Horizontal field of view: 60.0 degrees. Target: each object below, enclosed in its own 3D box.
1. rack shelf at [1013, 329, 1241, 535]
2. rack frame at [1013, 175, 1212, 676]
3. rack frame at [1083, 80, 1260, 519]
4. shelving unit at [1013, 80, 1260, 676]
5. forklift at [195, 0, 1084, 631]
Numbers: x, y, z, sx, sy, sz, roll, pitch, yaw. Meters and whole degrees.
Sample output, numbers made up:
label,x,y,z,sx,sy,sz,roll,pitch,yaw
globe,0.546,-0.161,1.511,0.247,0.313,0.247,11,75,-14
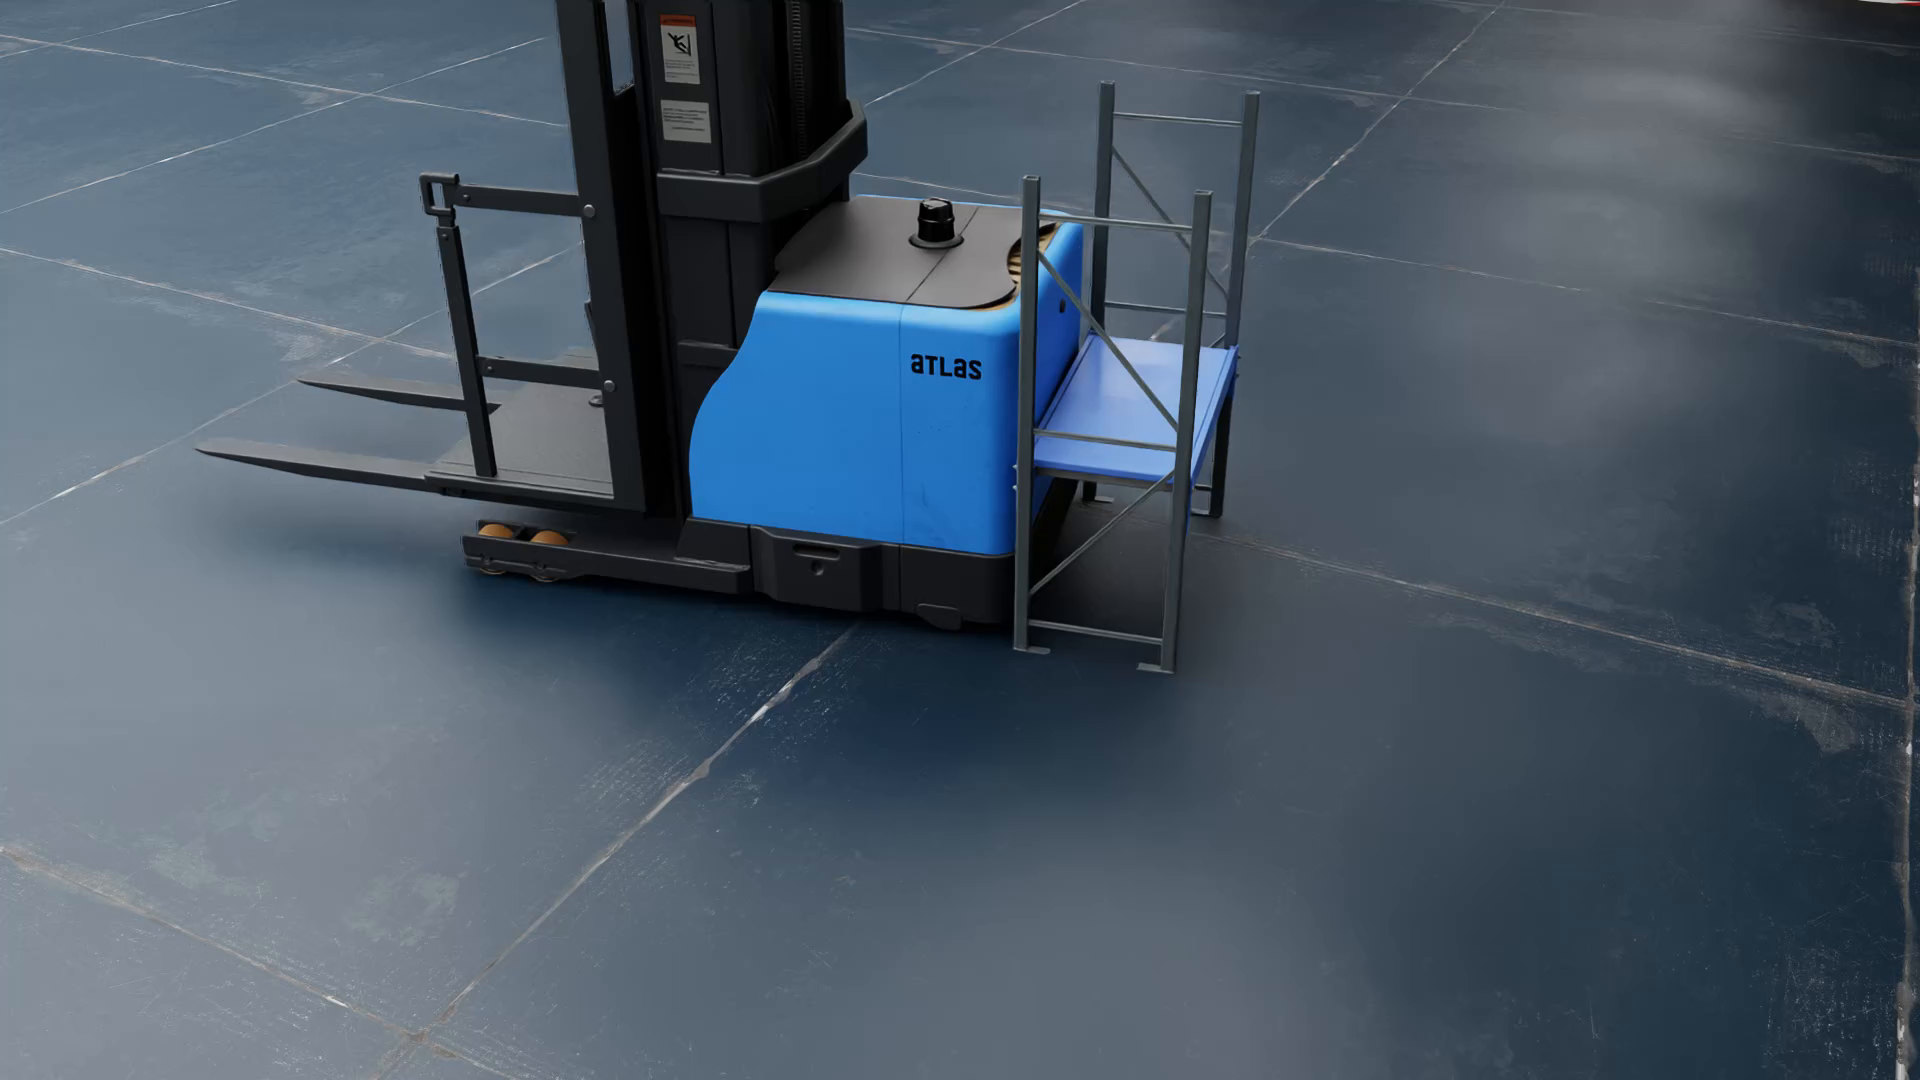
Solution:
label,x,y,z,sx,sy,sz,roll,pitch,yaw
rack shelf,0.549,-0.368,5.246,0.538,0.185,1.000,8,31,14
rack frame,0.410,-0.280,4.732,0.500,1.500,0.032,8,31,14
rack frame,0.687,-0.768,5.581,0.500,1.500,0.032,8,31,14
shelving unit,0.549,-0.524,5.156,0.538,1.500,1.048,8,31,14
forklift,-1.155,-1.376,5.203,3.031,2.935,1.130,7,31,12
